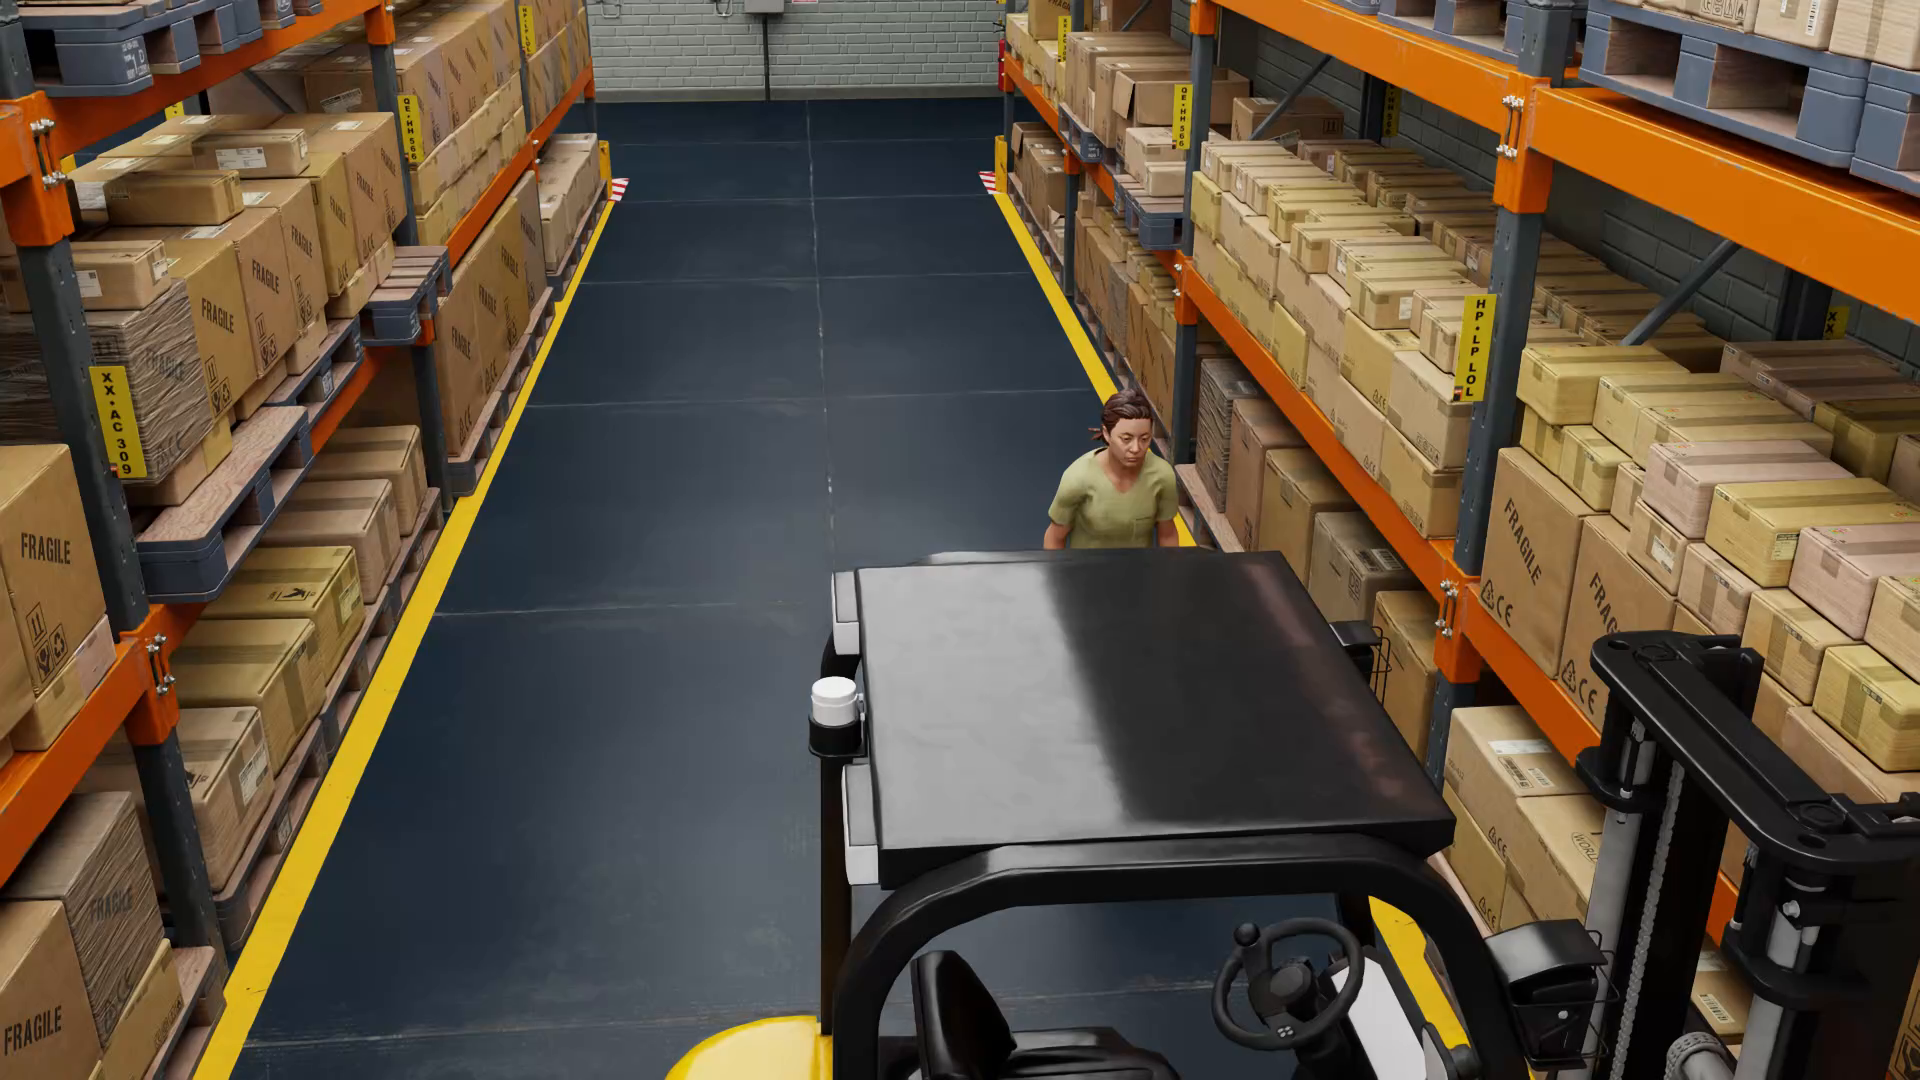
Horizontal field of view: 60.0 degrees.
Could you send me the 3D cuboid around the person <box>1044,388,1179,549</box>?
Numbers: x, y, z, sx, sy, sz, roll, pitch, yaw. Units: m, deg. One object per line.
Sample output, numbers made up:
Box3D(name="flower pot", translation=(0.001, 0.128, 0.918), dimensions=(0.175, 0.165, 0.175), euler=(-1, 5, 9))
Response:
Box3D(name="person", translation=(0.550, 0.238, 6.063), dimensions=(0.520, 1.673, 0.357), euler=(-3, 24, -8))
